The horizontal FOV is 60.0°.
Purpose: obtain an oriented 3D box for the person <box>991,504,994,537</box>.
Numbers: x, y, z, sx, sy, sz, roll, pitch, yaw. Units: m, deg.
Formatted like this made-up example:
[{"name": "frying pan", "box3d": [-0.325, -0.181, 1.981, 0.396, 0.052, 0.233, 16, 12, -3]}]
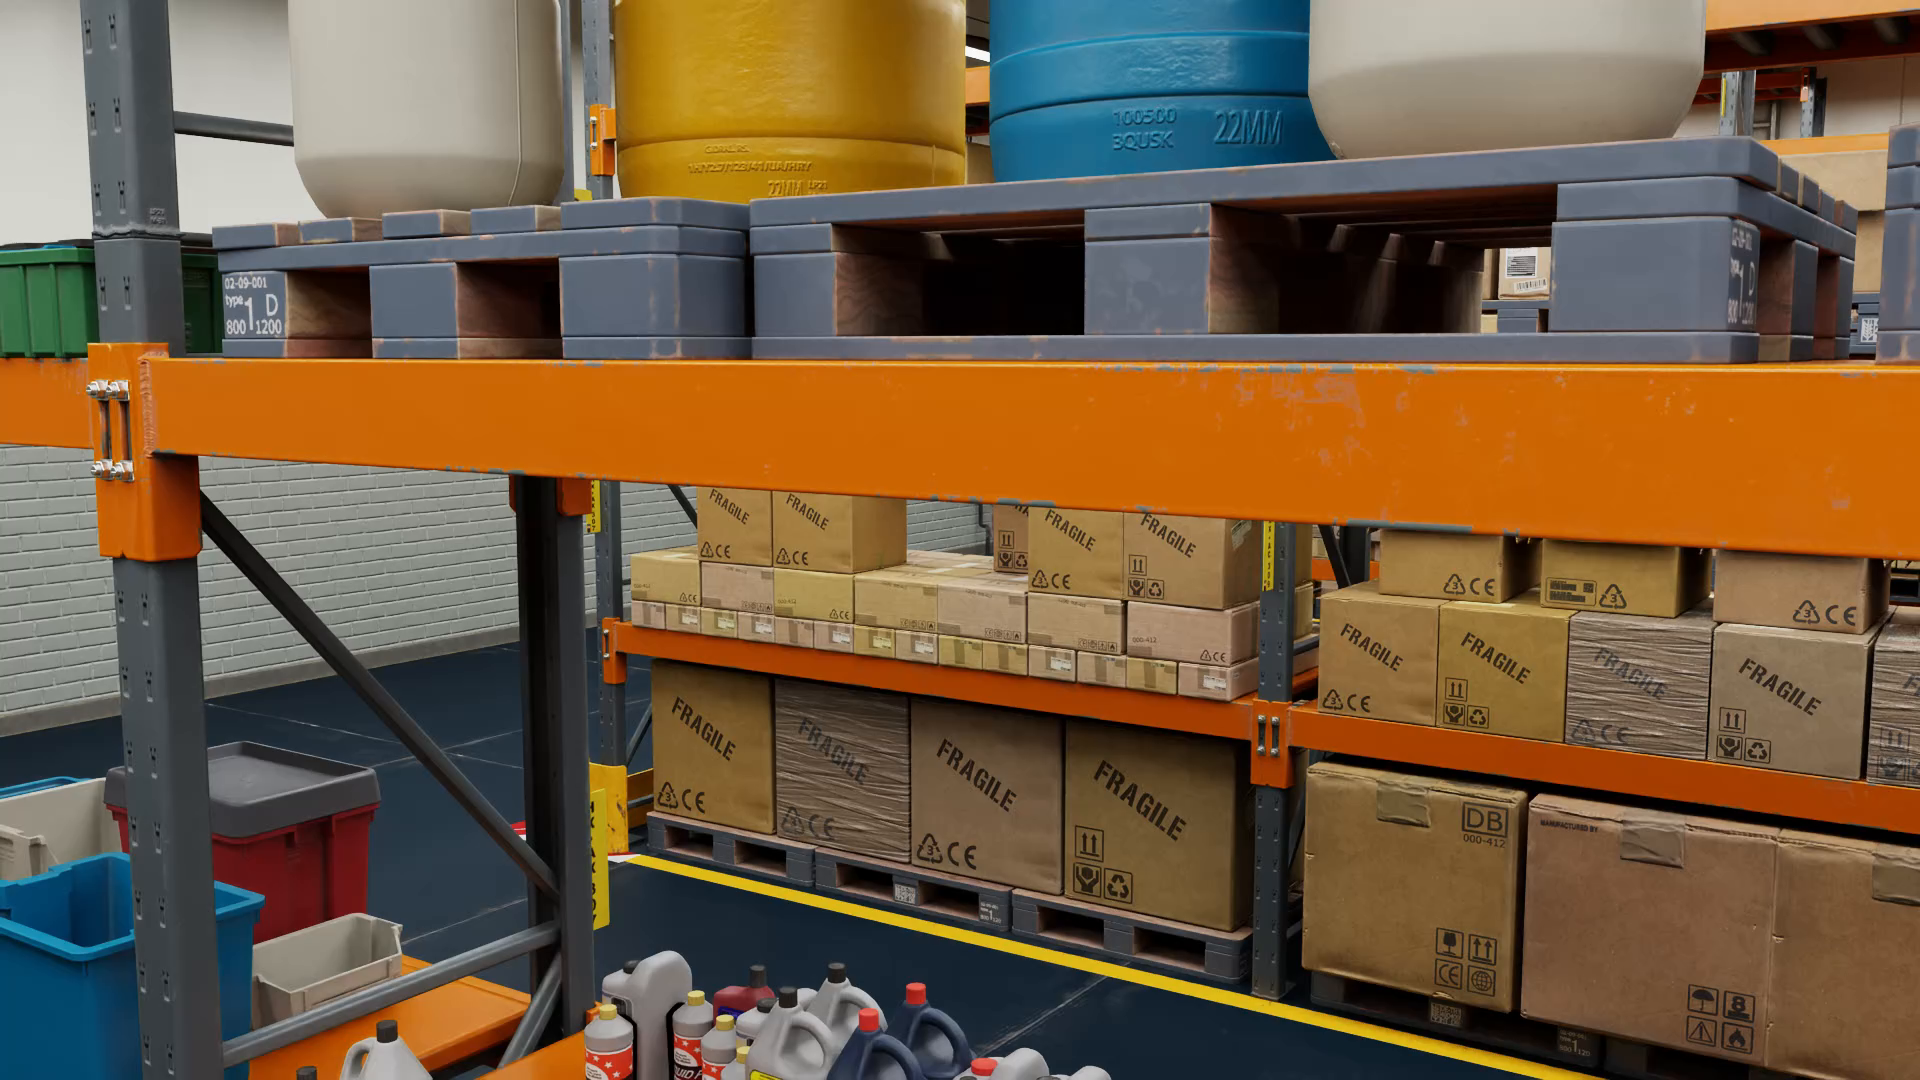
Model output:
[{"name": "person", "box3d": [0.601, -0.173, 19.318, 0.435, 1.563, 0.727, 4, 8, 34]}]
